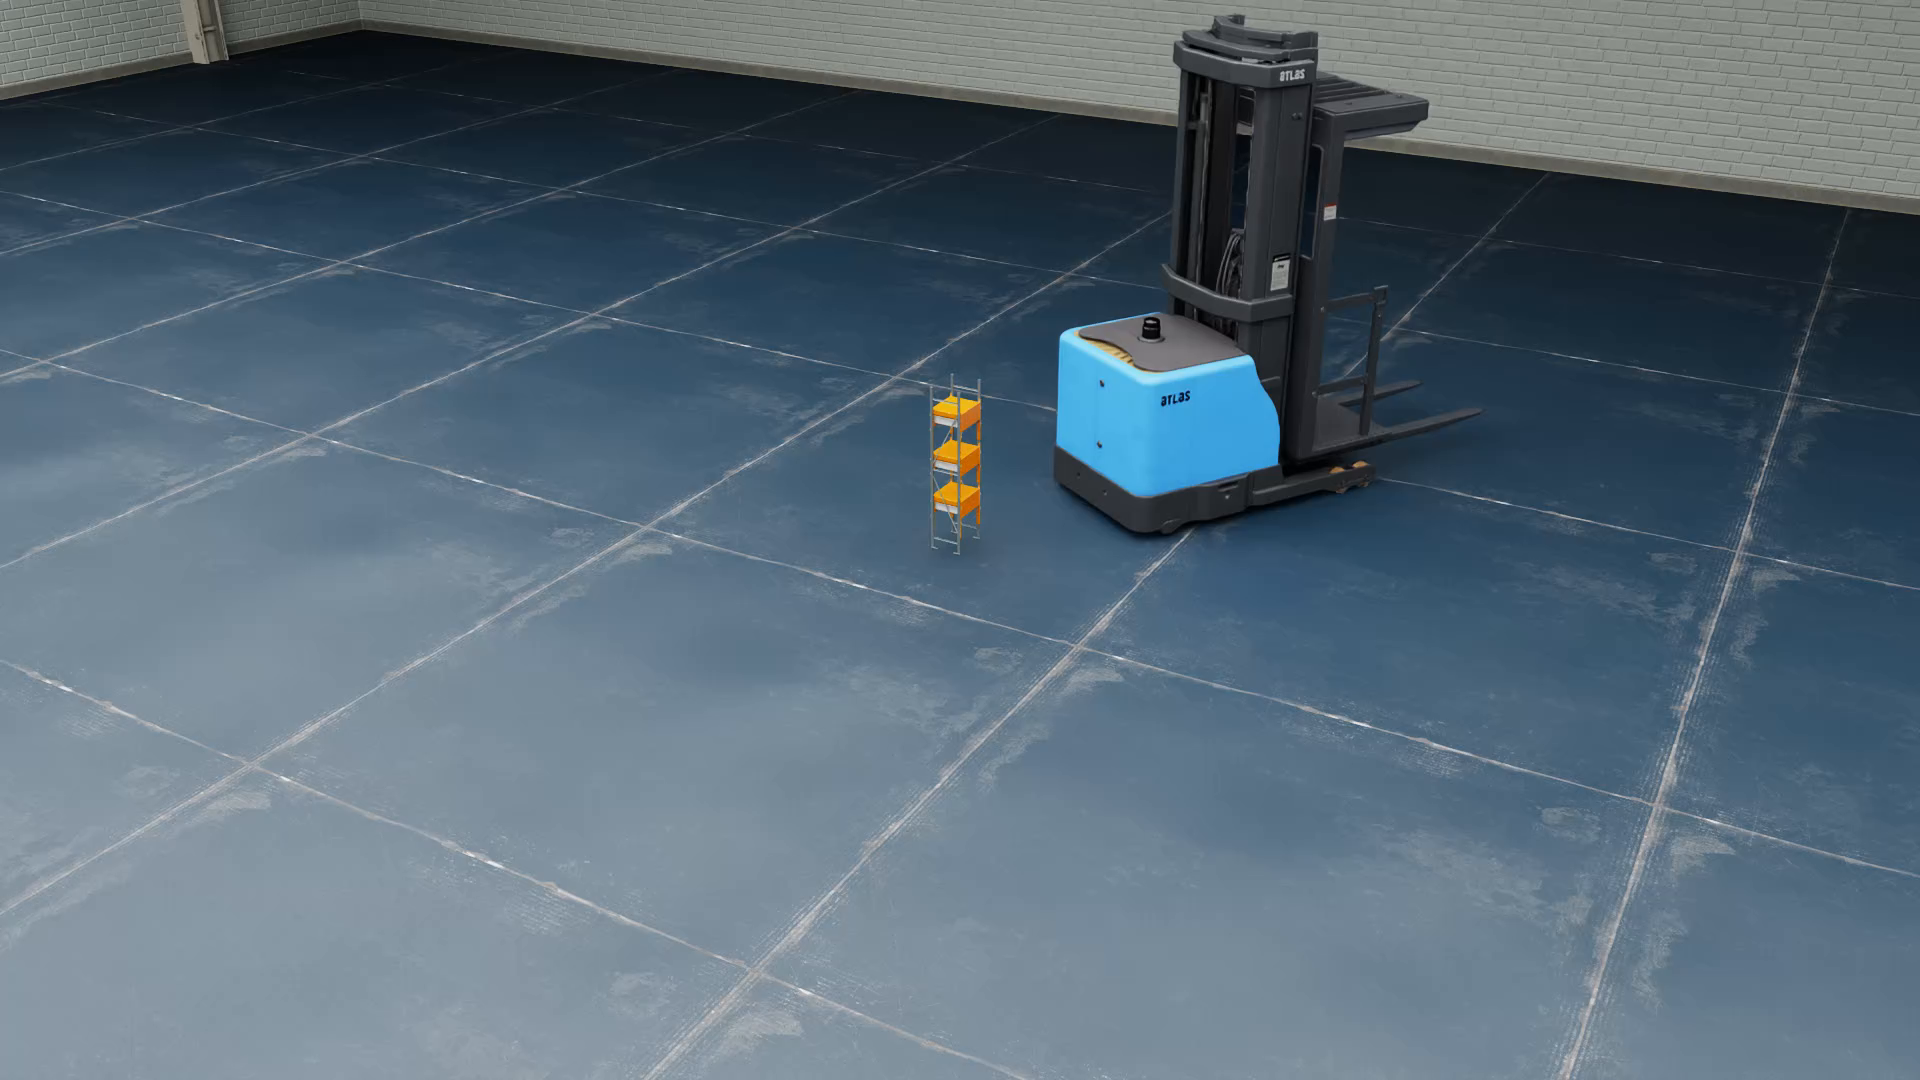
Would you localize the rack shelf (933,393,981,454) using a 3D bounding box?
[{"bbox_3d":[-0.026,-0.693,9.851,0.215,0.259,0.240,14,30,26],"label":"rack shelf"}]

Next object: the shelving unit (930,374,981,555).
[{"bbox_3d":[-0.026,-0.449,9.973,0.215,1.050,0.252,14,30,26],"label":"shelving unit"}]

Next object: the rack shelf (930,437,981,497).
[{"bbox_3d":[-0.026,-0.439,9.978,0.215,0.259,0.240,14,30,26],"label":"rack shelf"}]

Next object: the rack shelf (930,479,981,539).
[{"bbox_3d":[-0.026,-0.191,10.102,0.215,0.259,0.240,14,30,26],"label":"rack shelf"}]

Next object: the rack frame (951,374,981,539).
[{"bbox_3d":[0.034,-0.496,10.068,0.200,1.050,0.008,14,30,26],"label":"rack frame"}]

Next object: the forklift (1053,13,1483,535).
[{"bbox_3d":[2.153,-1.808,10.588,3.031,2.935,1.130,-14,30,-26],"label":"forklift"}]

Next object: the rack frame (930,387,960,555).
[{"bbox_3d":[-0.086,-0.401,9.878,0.200,1.050,0.008,14,30,26],"label":"rack frame"}]

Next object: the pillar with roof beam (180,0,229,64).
[{"bbox_3d":[-7.132,-10.036,20.246,9.100,9.000,0.400,14,30,26],"label":"pillar with roof beam"}]
